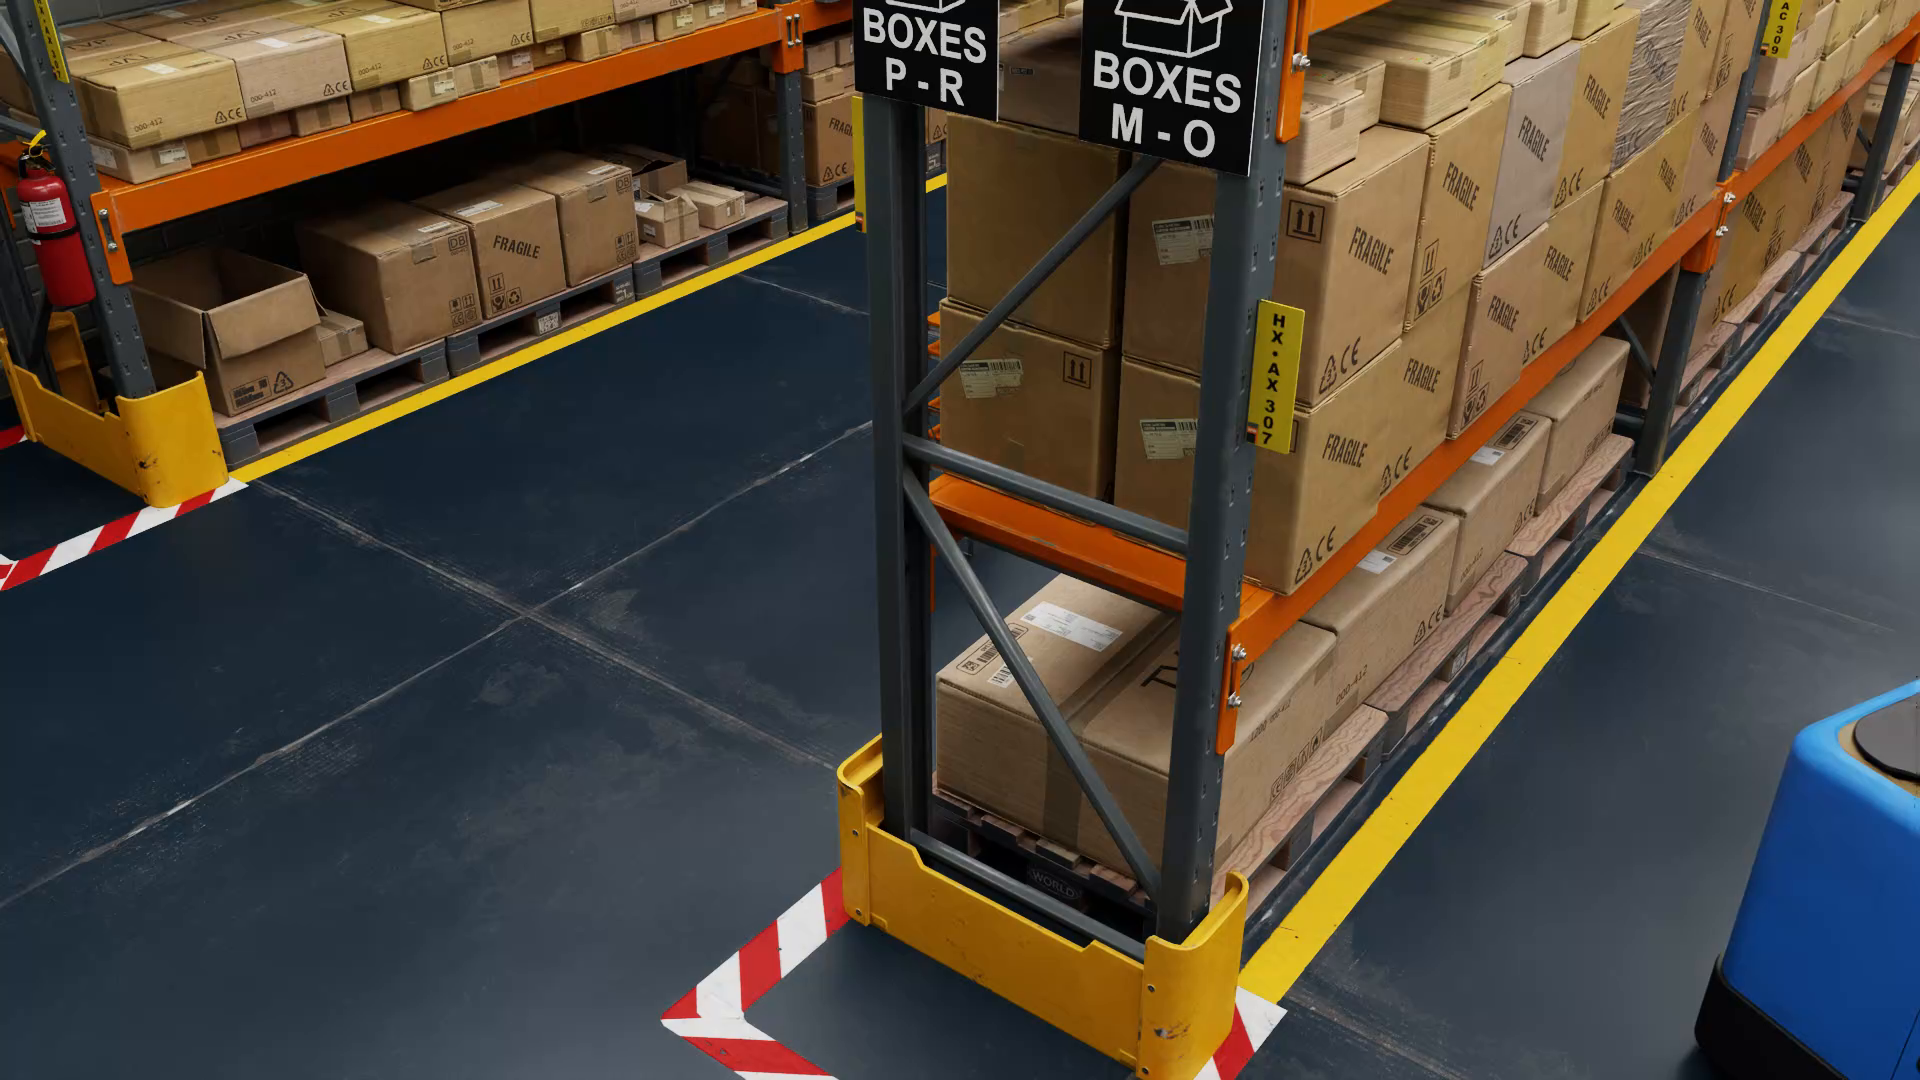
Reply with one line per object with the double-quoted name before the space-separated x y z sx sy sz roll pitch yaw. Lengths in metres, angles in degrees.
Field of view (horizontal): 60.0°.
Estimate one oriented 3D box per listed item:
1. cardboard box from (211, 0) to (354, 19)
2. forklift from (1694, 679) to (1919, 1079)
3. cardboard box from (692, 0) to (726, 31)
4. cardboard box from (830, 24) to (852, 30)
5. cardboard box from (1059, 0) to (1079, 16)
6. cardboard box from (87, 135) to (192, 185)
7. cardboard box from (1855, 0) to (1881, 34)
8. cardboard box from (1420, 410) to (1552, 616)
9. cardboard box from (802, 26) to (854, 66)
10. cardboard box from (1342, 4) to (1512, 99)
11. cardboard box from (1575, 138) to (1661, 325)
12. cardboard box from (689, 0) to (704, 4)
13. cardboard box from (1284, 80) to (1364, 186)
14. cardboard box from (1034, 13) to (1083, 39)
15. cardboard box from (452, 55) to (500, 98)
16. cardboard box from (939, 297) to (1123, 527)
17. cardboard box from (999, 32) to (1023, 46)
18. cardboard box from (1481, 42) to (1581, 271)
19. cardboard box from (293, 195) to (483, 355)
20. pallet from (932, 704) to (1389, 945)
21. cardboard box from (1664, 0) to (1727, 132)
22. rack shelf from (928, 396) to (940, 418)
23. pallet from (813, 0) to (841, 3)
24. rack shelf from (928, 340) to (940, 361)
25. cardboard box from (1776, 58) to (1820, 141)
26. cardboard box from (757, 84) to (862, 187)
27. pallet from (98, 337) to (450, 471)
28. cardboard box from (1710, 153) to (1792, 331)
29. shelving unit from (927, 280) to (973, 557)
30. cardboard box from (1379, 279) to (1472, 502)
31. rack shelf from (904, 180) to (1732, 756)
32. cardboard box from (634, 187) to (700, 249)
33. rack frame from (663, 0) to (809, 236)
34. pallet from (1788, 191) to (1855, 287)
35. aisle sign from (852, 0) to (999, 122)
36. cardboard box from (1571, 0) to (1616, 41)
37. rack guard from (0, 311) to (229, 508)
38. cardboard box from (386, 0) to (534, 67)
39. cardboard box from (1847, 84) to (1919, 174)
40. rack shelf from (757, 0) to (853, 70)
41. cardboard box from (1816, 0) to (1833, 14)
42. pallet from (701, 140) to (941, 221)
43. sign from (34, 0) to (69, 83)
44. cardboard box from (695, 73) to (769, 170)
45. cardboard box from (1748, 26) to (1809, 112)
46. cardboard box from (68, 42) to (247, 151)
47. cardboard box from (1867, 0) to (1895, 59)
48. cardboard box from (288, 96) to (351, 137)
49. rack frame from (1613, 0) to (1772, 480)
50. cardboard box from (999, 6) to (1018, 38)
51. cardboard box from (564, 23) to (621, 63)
"cardboard box" -3.066 -2.369 7.661 0.500 0.250 0.500 22 37 33
"forklift" 3.486 -0.027 3.920 3.031 2.935 1.130 -15 34 -24
"cardboard box" -1.463 -2.826 8.823 0.380 0.149 0.250 22 37 33
"cardboard box" -0.912 -3.199 10.609 0.380 0.149 0.250 19 36 29
"cardboard box" 0.652 -3.772 11.576 0.380 0.149 0.250 20 36 30
"cardboard box" -3.329 -1.569 6.702 0.380 0.149 0.250 21 36 31
"cardboard box" 4.040 -2.594 7.842 0.500 0.250 0.500 20 36 30
"cardboard box" 1.623 -0.220 6.280 0.875 0.438 0.875 20 36 30
"cardboard box" -0.785 -2.951 9.899 0.380 0.149 0.250 19 36 29
"cardboard box" 1.142 -1.225 4.159 0.380 0.149 0.250 20 36 30
"cardboard box" 1.953 -1.084 5.539 0.500 0.500 0.500 21 36 31
"cardboard box" -1.445 -3.035 8.785 0.500 0.250 0.500 22 37 32
"cardboard box" 0.648 -0.913 3.634 0.380 0.149 0.250 22 37 32
"cardboard box" 0.404 -1.172 4.071 0.380 0.149 0.250 22 37 32
"cardboard box" -2.369 -2.191 7.751 0.380 0.149 0.250 22 37 32
"cardboard box" 0.293 -0.423 4.423 0.500 0.500 0.500 21 37 32
"cardboard box" 0.076 -3.117 11.107 0.500 0.500 0.500 20 36 30
"cardboard box" 1.341 -1.106 4.596 0.500 0.500 0.500 21 36 31
"cardboard box" -2.755 -1.288 8.022 0.700 0.500 0.500 23 38 33
"pallet" 0.633 0.748 5.280 1.003 0.211 1.213 21 37 31
"cardboard box" 2.250 -1.721 5.632 0.500 0.500 0.500 21 36 31
"rack shelf" 0.009 -0.484 6.477 0.258 0.103 0.180 21 37 31
"pallet" -0.763 -3.463 9.839 1.003 0.211 1.213 21 37 31
"rack shelf" 0.009 -0.690 6.354 0.258 0.103 0.180 21 37 31
"cardboard box" 3.415 -1.972 7.282 0.500 0.250 0.500 20 36 30
"cardboard box" -0.861 -2.487 10.044 0.500 0.500 0.500 23 38 33
"pallet" -3.220 -0.784 7.866 1.003 0.211 1.213 21 37 31
"cardboard box" 3.477 -1.641 8.249 0.875 0.875 0.875 22 37 33
"shelving unit" 0.009 -0.522 6.454 0.258 1.200 0.189 21 37 31
"cardboard box" 1.015 -0.466 4.496 0.500 0.500 0.500 21 36 31
"rack shelf" 1.420 -0.606 5.535 1.077 0.370 4.000 21 37 31
"cardboard box" -1.650 -1.797 9.109 0.396 0.266 0.258 23 37 33
"rack frame" -1.332 -3.254 9.299 1.000 3.000 0.127 21 37 31
"pallet" 4.506 -1.857 9.676 1.003 0.211 1.213 21 37 31
"aisle sign" -0.078 -1.287 3.429 0.394 0.787 0.004 21 37 31
"cardboard box" 1.618 -1.531 4.676 0.380 0.149 0.250 20 36 30
"rack guard" -3.701 -0.584 7.245 1.175 0.500 0.348 21 37 31
"cardboard box" -2.359 -2.420 7.746 0.500 0.250 0.500 20 36 30
"cardboard box" 5.391 -2.631 10.412 0.950 0.372 0.625 18 35 28
"rack shelf" -0.125 -3.757 10.854 1.077 0.370 4.000 21 37 31
"cardboard box" 3.407 -2.507 6.959 0.500 0.500 0.500 21 37 31
"pallet" -0.871 -2.397 10.587 1.003 0.211 1.213 21 37 31
"sign" -3.314 -1.834 6.053 0.100 0.325 0.005 21 37 31
"cardboard box" -1.271 -2.650 10.319 0.500 0.500 0.500 21 37 31
"cardboard box" 3.118 -1.971 6.790 0.500 0.250 0.500 20 36 30
"cardboard box" -3.258 -1.793 6.689 0.500 0.250 0.500 21 37 32
"cardboard box" 4.331 -2.592 8.328 0.500 0.250 0.500 21 36 31
"cardboard box" -2.880 -1.888 7.241 0.380 0.149 0.250 22 37 33
"rack frame" 2.628 -1.728 6.724 1.000 3.000 0.127 21 37 31
"cardboard box" 0.164 -3.455 11.042 0.380 0.149 0.250 19 36 29
"cardboard box" -1.912 -2.502 8.277 0.380 0.149 0.250 21 36 31
